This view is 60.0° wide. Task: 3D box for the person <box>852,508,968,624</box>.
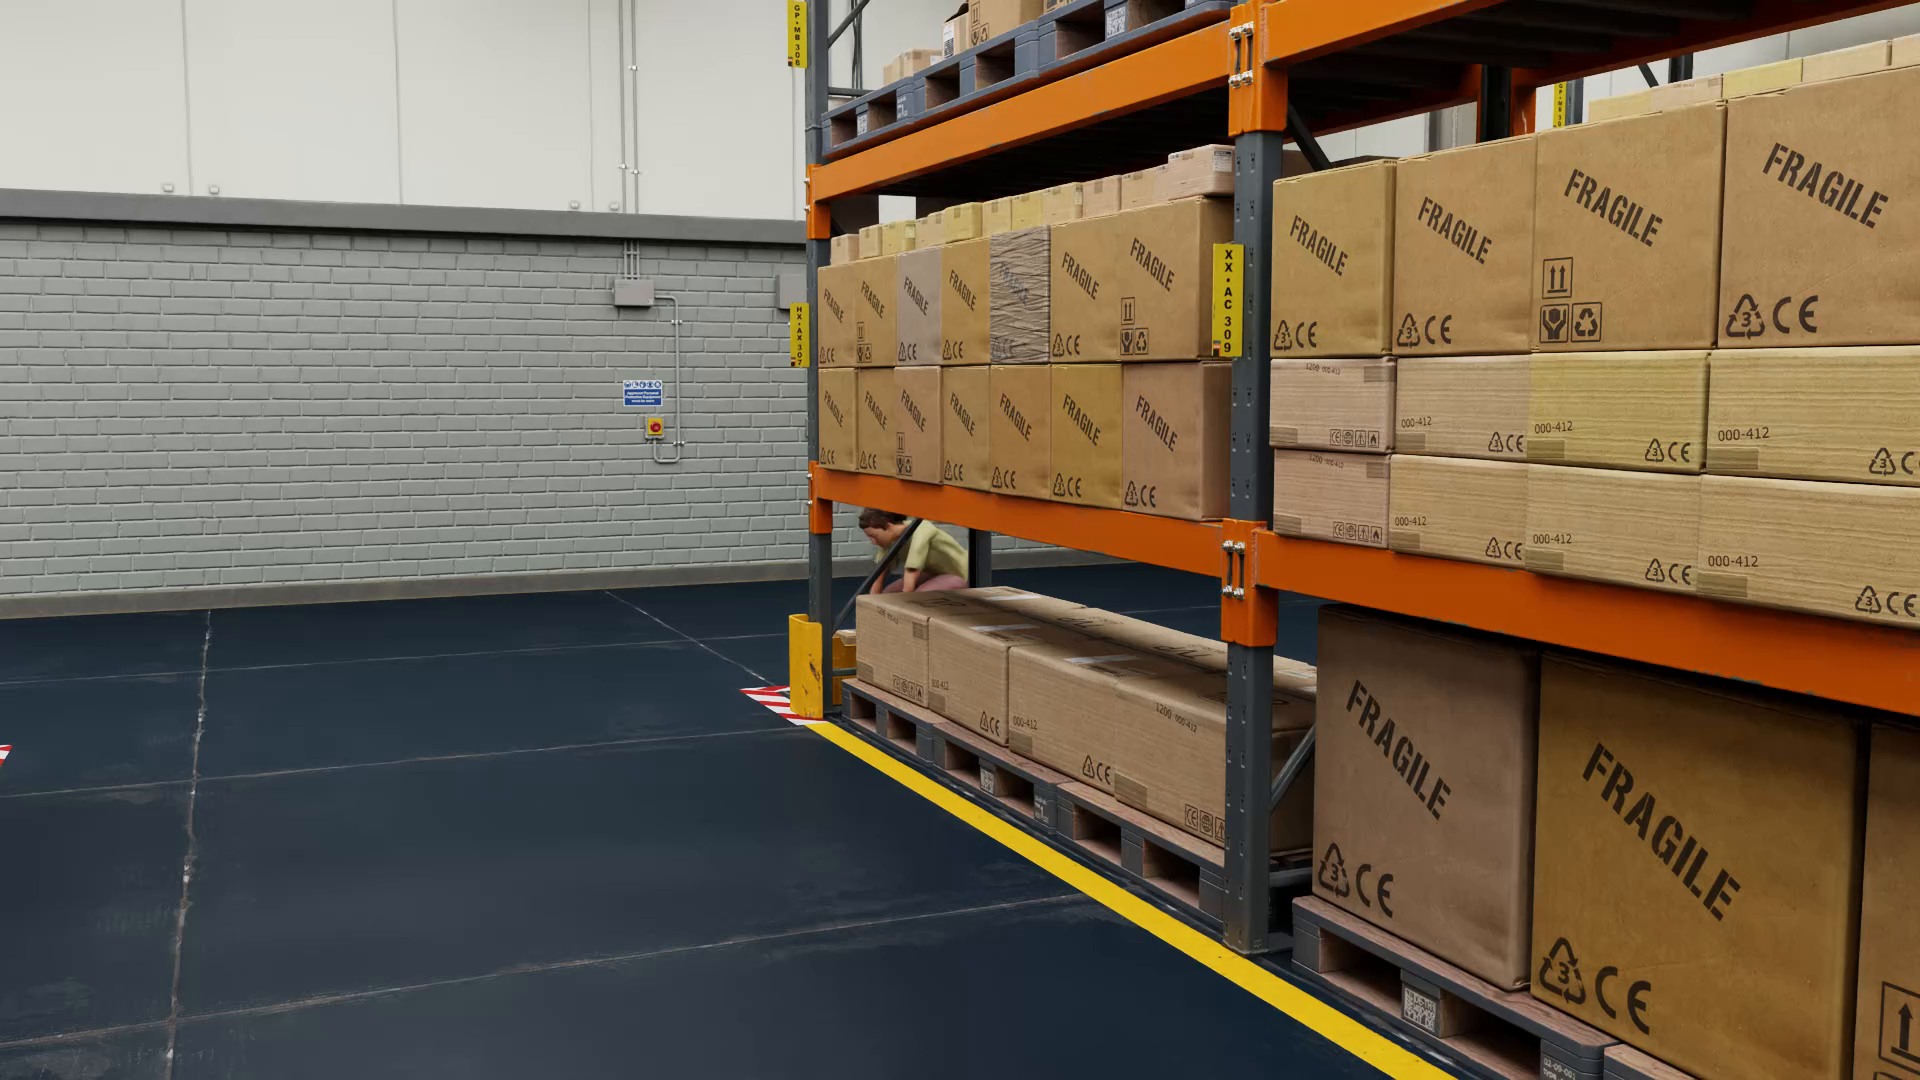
[{"bbox_3d":[-0.250,0.278,9.998,0.777,1.023,0.491,-3,6,-27],"label":"person"}]
